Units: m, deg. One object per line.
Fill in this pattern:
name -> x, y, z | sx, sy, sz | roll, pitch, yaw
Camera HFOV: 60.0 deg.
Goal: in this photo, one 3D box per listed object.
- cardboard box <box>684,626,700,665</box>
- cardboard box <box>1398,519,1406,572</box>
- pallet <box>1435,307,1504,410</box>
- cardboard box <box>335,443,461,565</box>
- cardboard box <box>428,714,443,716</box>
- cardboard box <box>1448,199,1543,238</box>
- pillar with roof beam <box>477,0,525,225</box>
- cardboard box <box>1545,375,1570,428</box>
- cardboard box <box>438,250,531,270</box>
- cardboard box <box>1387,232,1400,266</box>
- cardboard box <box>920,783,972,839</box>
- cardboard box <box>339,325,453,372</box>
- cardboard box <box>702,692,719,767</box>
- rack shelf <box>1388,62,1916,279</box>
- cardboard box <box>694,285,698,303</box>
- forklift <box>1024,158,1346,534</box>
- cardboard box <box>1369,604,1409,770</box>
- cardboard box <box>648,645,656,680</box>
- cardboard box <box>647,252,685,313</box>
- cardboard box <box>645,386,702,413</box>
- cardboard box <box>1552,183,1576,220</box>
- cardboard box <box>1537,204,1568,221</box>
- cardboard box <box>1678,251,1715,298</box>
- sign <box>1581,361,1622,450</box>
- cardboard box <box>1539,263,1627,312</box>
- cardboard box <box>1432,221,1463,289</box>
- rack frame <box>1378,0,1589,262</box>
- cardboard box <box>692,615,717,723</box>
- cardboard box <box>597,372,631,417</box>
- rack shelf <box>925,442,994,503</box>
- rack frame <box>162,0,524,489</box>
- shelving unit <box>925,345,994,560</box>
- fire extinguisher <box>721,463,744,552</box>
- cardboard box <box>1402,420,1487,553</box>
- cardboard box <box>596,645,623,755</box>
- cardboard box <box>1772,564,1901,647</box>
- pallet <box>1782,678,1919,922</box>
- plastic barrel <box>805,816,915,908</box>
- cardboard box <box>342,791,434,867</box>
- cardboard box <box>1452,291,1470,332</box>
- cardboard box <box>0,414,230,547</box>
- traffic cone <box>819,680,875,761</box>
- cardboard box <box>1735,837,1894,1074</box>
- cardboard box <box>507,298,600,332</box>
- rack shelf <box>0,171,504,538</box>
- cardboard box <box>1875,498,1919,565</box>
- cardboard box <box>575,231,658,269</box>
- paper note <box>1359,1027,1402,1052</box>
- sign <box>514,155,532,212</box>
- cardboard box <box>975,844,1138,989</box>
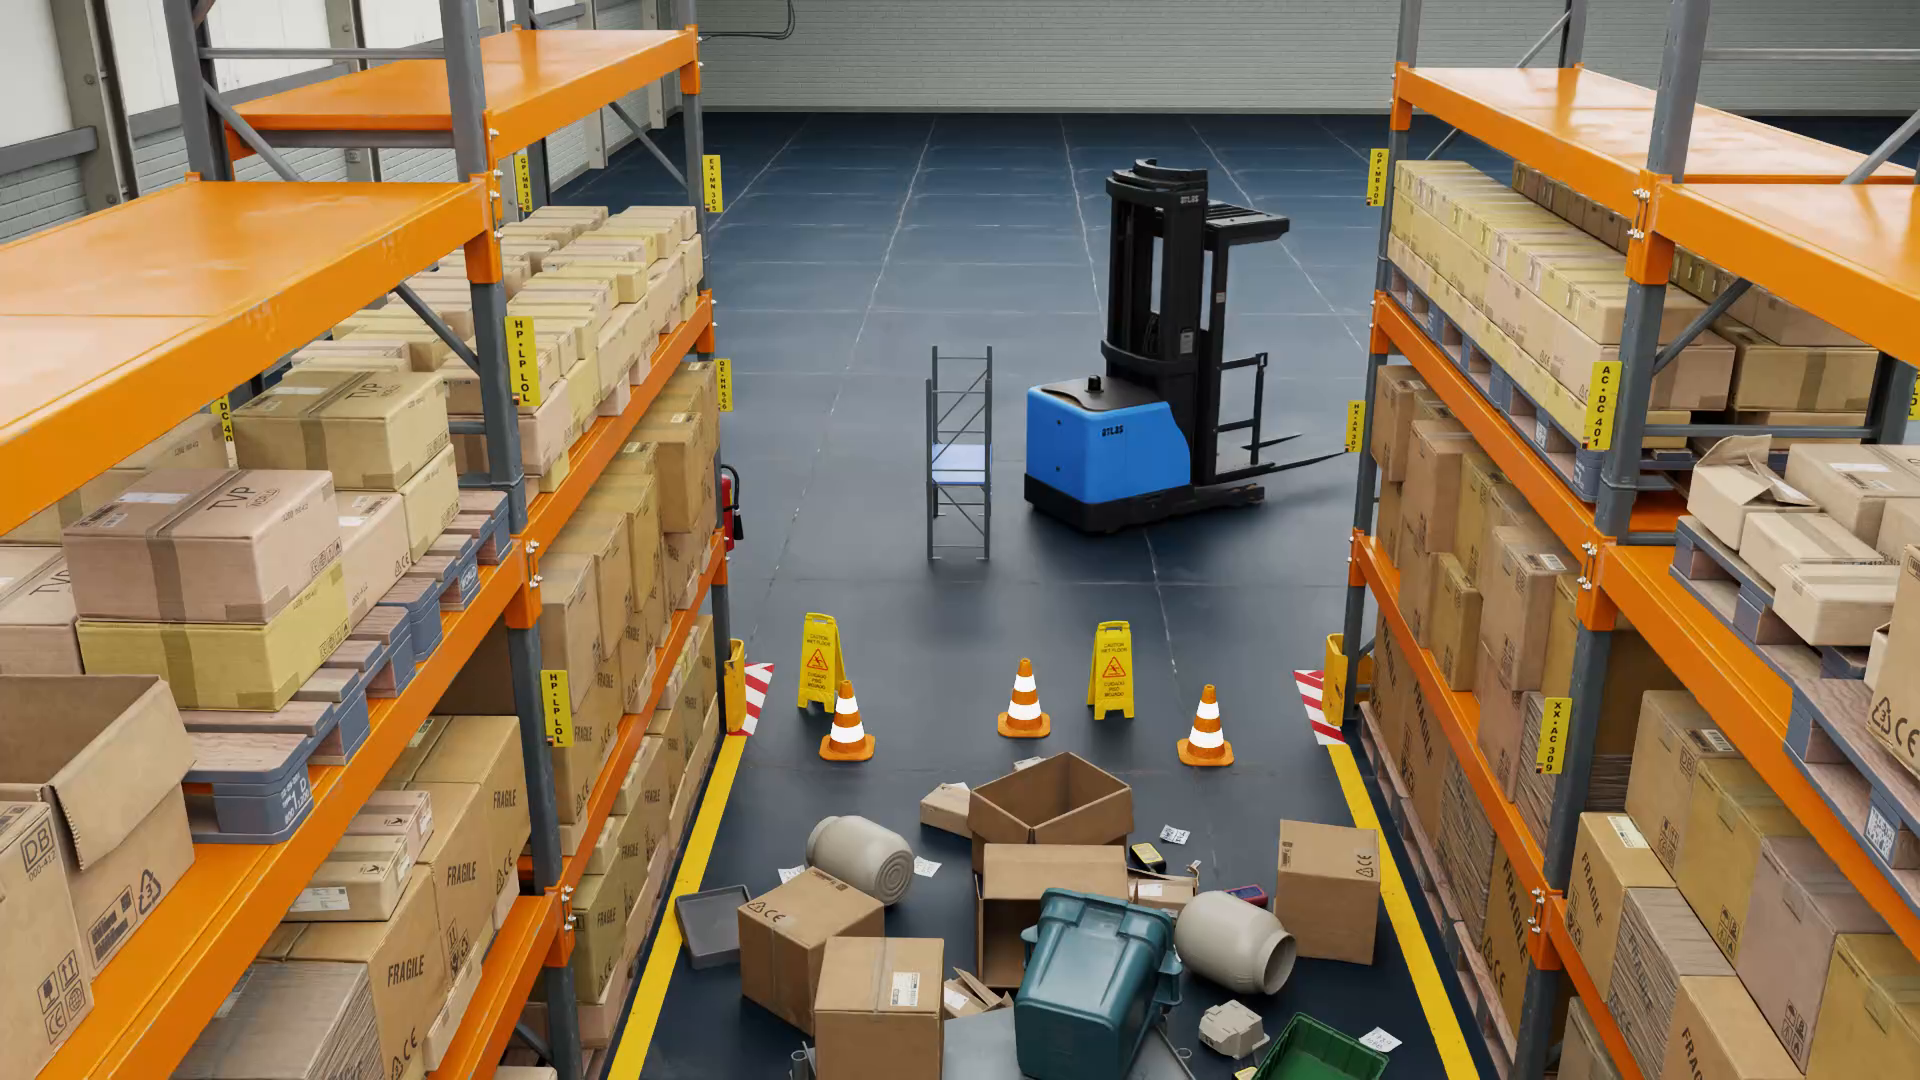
cardboard box -> -1.691, 0.599, 9.419 | 0.380, 0.149, 0.250 | 1, 21, 3
cardboard box -> 3.006, 0.021, 9.415 | 0.875, 0.550, 0.550 | 1, 21, 2
pallet -> 2.921, -0.890, 7.944 | 1.003, 0.211, 1.213 | 1, 21, 2
cardboard box -> -1.978, -0.126, 5.481 | 0.500, 0.250, 0.500 | 0, 21, 1
cardboard box -> -2.340, 0.836, 6.970 | 0.500, 0.500, 0.500 | 0, 21, 0
cardboard box -> 2.599, -1.562, 8.080 | 0.380, 0.149, 0.250 | 0, 21, 1
pillar with roof beam -> -3.017, -9.330, 25.429 | 9.100, 9.000, 0.400 | 1, 21, 2
cardboard box -> 2.545, -0.547, 6.567 | 0.380, 0.149, 0.250 | 1, 21, 3
cardboard box -> -2.343, -1.333, 8.209 | 0.380, 0.149, 0.250 | 1, 21, 3
cardboard box -> 2.636, -1.646, 9.401 | 0.380, 0.149, 0.250 | 1, 21, 2
cardboard box -> -0.004, 1.564, 9.586 | 0.380, 0.149, 0.250 | 13, 25, 29
cardboard box -> -2.285, -0.773, 6.766 | 0.380, 0.149, 0.250 | 1, 21, 3
cardboard box -> -1.740, 1.129, 9.987 | 0.500, 0.250, 0.500 | 1, 21, 1
rack shelf -> 2.906, -1.795, 7.556 | 1.077, 0.370, 4.000 | 1, 21, 2
cardboard box -> -1.715, -1.410, 9.511 | 0.380, 0.149, 0.250 | 1, 21, 2
forklift -> 2.090, -1.797, 14.402 | 3.031, 2.935, 1.130 | -12, 24, -29
cardboard box -> 3.013, 0.798, 9.977 | 0.875, 0.875, 0.875 | 1, 21, 2
cardboard box -> -1.747, 0.638, 8.378 | 0.380, 0.149, 0.250 | 1, 21, 1
cardboard box -> -1.760, -1.359, 8.826 | 0.500, 0.250, 0.500 | 0, 21, 1
cardboard box -> -1.804, -0.543, 9.142 | 0.700, 0.500, 0.500 | 1, 21, 2
cardboard box -> 3.273, -1.737, 8.531 | 0.380, 0.149, 0.250 | 1, 21, 3
cardboard box -> 3.216, -1.592, 8.709 | 0.500, 0.250, 0.500 | 1, 21, 2
cardboard box -> 3.218, -1.096, 6.879 | 0.380, 0.149, 0.250 | 0, 21, 1
sign -> 2.291, -0.479, 5.939 | 0.100, 0.325, 0.005 | 1, 21, 2
cardboard box -> 2.554, -1.010, 6.659 | 0.380, 0.149, 0.250 | 1, 21, 2
cardboard box -> 2.667, -1.415, 8.253 | 0.500, 0.250, 0.500 | 0, 21, 1
rack frame -> 2.967, -3.040, 9.217 | 1.000, 3.000, 0.127 | 1, 21, 2
cardboard box -> -1.747, 0.768, 9.880 | 0.500, 0.500, 0.500 | 1, 21, 2
cardboard box -> -1.724, -0.671, 7.606 | 0.380, 0.149, 0.250 | 0, 21, 1
rack shelf -> 0.003, -0.562, 13.696 | 0.538, 0.185, 1.000 | 1, 21, 2
rack frame -> -2.105, -1.612, 5.536 | 1.000, 3.000, 0.127 | 1, 21, 2
shelving unit -> 0.003, -0.730, 13.631 | 0.538, 1.500, 1.048 | 1, 21, 2
fire extinguisher -> -1.519, -0.261, 10.456 | 0.296, 0.674, 0.183 | 1, 21, 2
cardboard box -> 2.840, -0.282, 8.702 | 0.875, 0.550, 0.550 | 1, 21, 2
cardboard box -> -1.821, 0.662, 7.420 | 0.500, 0.500, 0.500 | 1, 21, 1
cardboard box -> 2.543, 0.183, 4.685 | 0.380, 0.149, 0.250 | 1, 21, 2
pallet -> 2.722, 0.701, 3.983 | 1.003, 0.211, 1.213 | 2, 21, 4
plastic barrel -> -0.533, 1.703, 8.847 | 0.512, 0.421, 0.421 | 18, 27, 38
cardboard box -> -1.901, 0.920, 5.277 | 0.380, 0.149, 0.250 | 0, 21, 0
cardboard box -> 2.591, -1.098, 7.987 | 0.380, 0.149, 0.250 | 1, 21, 2
cardboard box -> -2.529, -0.185, 4.941 | 0.500, 0.250, 0.500 | 0, 21, 0
traffic cone -> -0.707, 1.091, 10.370 | 0.336, 0.463, 0.334 | 1, 21, 2
cardboard box -> 2.807, 1.239, 4.963 | 0.700, 0.500, 0.500 | 1, 21, 2
cardboard box -> -1.782, -0.953, 7.230 | 0.380, 0.149, 0.250 | 0, 21, 0
rack shelf -> -2.166, -0.367, 3.875 | 1.077, 0.370, 4.000 | 1, 21, 2
cardboard box -> 3.028, 0.081, 4.809 | 0.500, 0.250, 0.500 | 0, 21, 1
cardboard box -> -1.794, -1.512, 8.671 | 0.380, 0.149, 0.250 | 1, 21, 2
paper note -> 1.961, 2.334, 7.764 | 0.147, 0.020, 0.142 | -16, 26, -35
sign -> -2.526, -2.073, 9.663 | 0.100, 0.325, 0.005 | 1, 21, 2
cardboard box -> 0.473, 1.841, 8.195 | 0.797, 0.637, 0.503 | 1, 21, 2
